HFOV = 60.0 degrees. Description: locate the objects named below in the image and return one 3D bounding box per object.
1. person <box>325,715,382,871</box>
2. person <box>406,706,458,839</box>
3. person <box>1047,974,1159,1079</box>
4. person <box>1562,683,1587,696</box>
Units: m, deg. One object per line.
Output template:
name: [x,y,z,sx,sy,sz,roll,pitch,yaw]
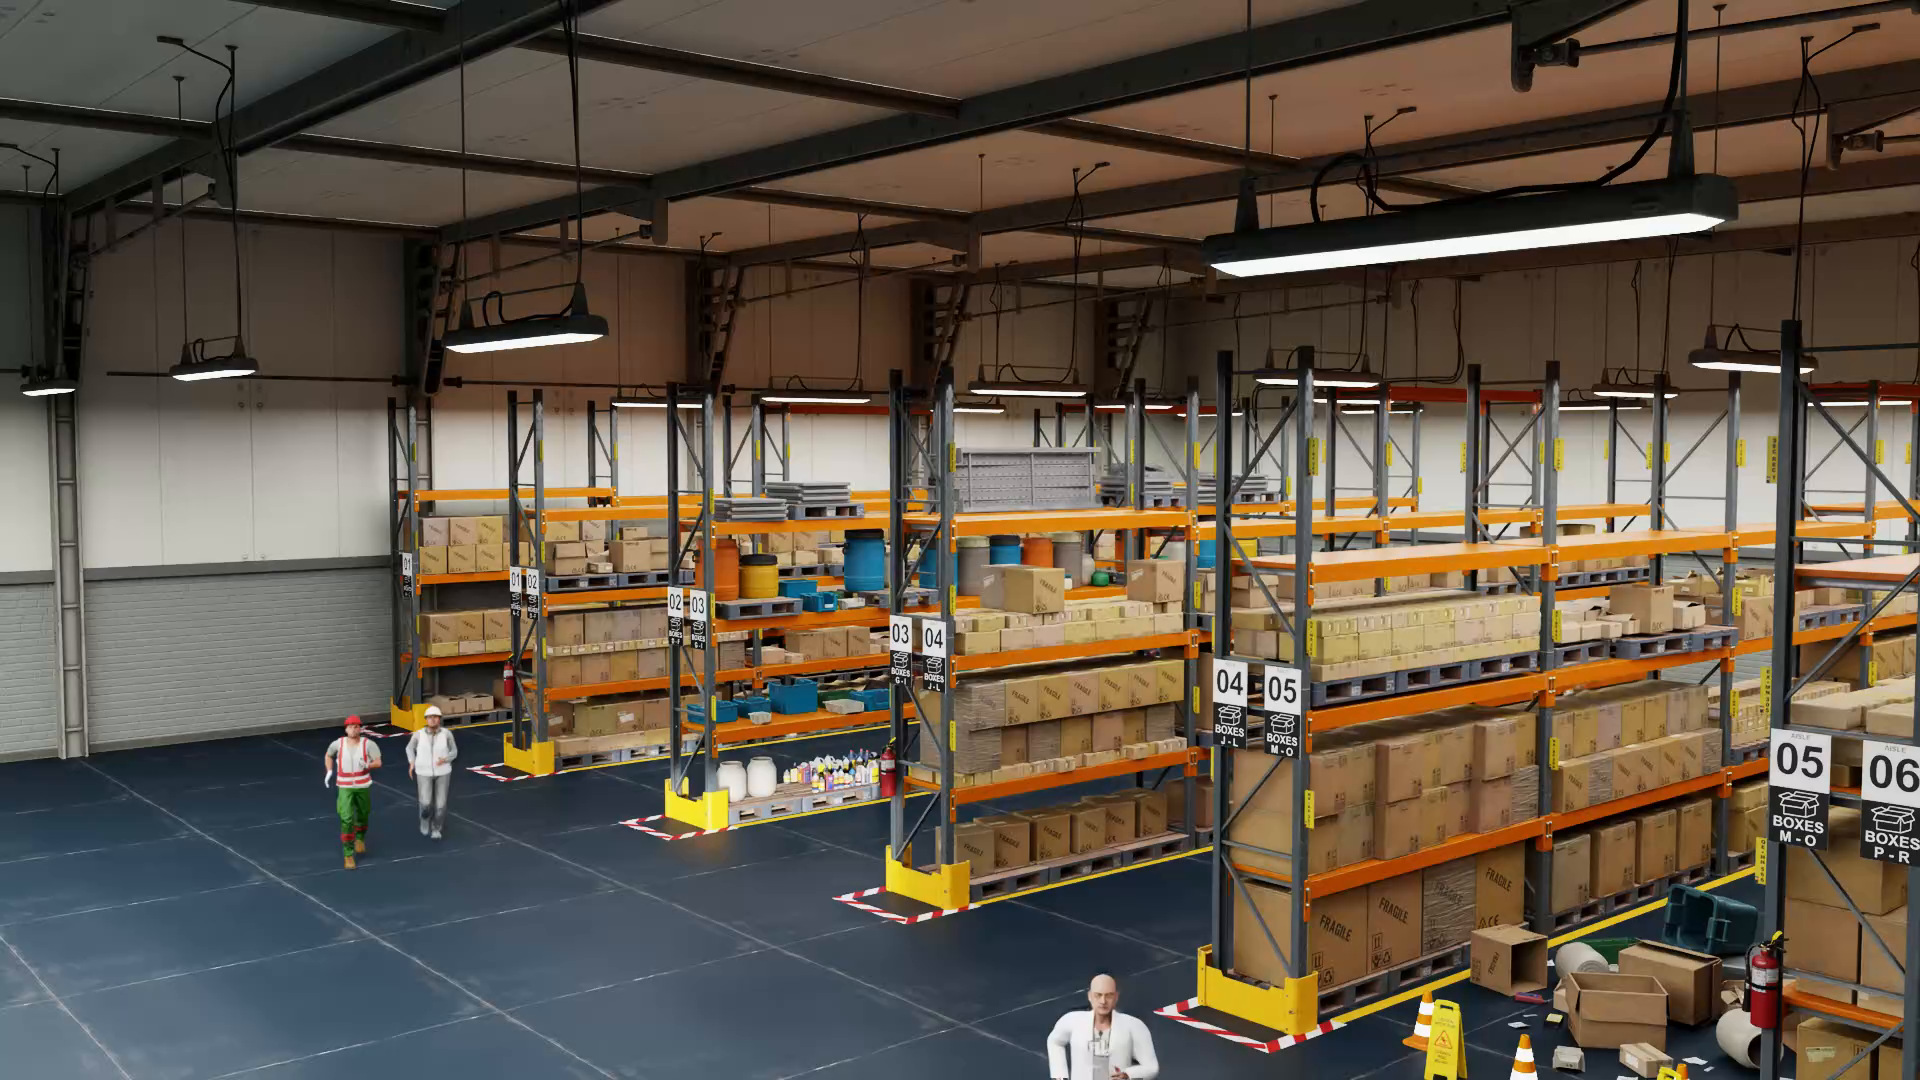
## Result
person: [-7.442,3.051,20.416,0.656,1.805,0.940,-1,4,-22]
person: [-6.844,3.031,21.574,0.646,1.734,0.604,-1,4,-18]
person: [0.903,3.634,10.559,0.708,1.754,1.061,0,3,4]
person: [9.138,2.869,24.637,0.774,1.817,0.617,-3,5,-43]
